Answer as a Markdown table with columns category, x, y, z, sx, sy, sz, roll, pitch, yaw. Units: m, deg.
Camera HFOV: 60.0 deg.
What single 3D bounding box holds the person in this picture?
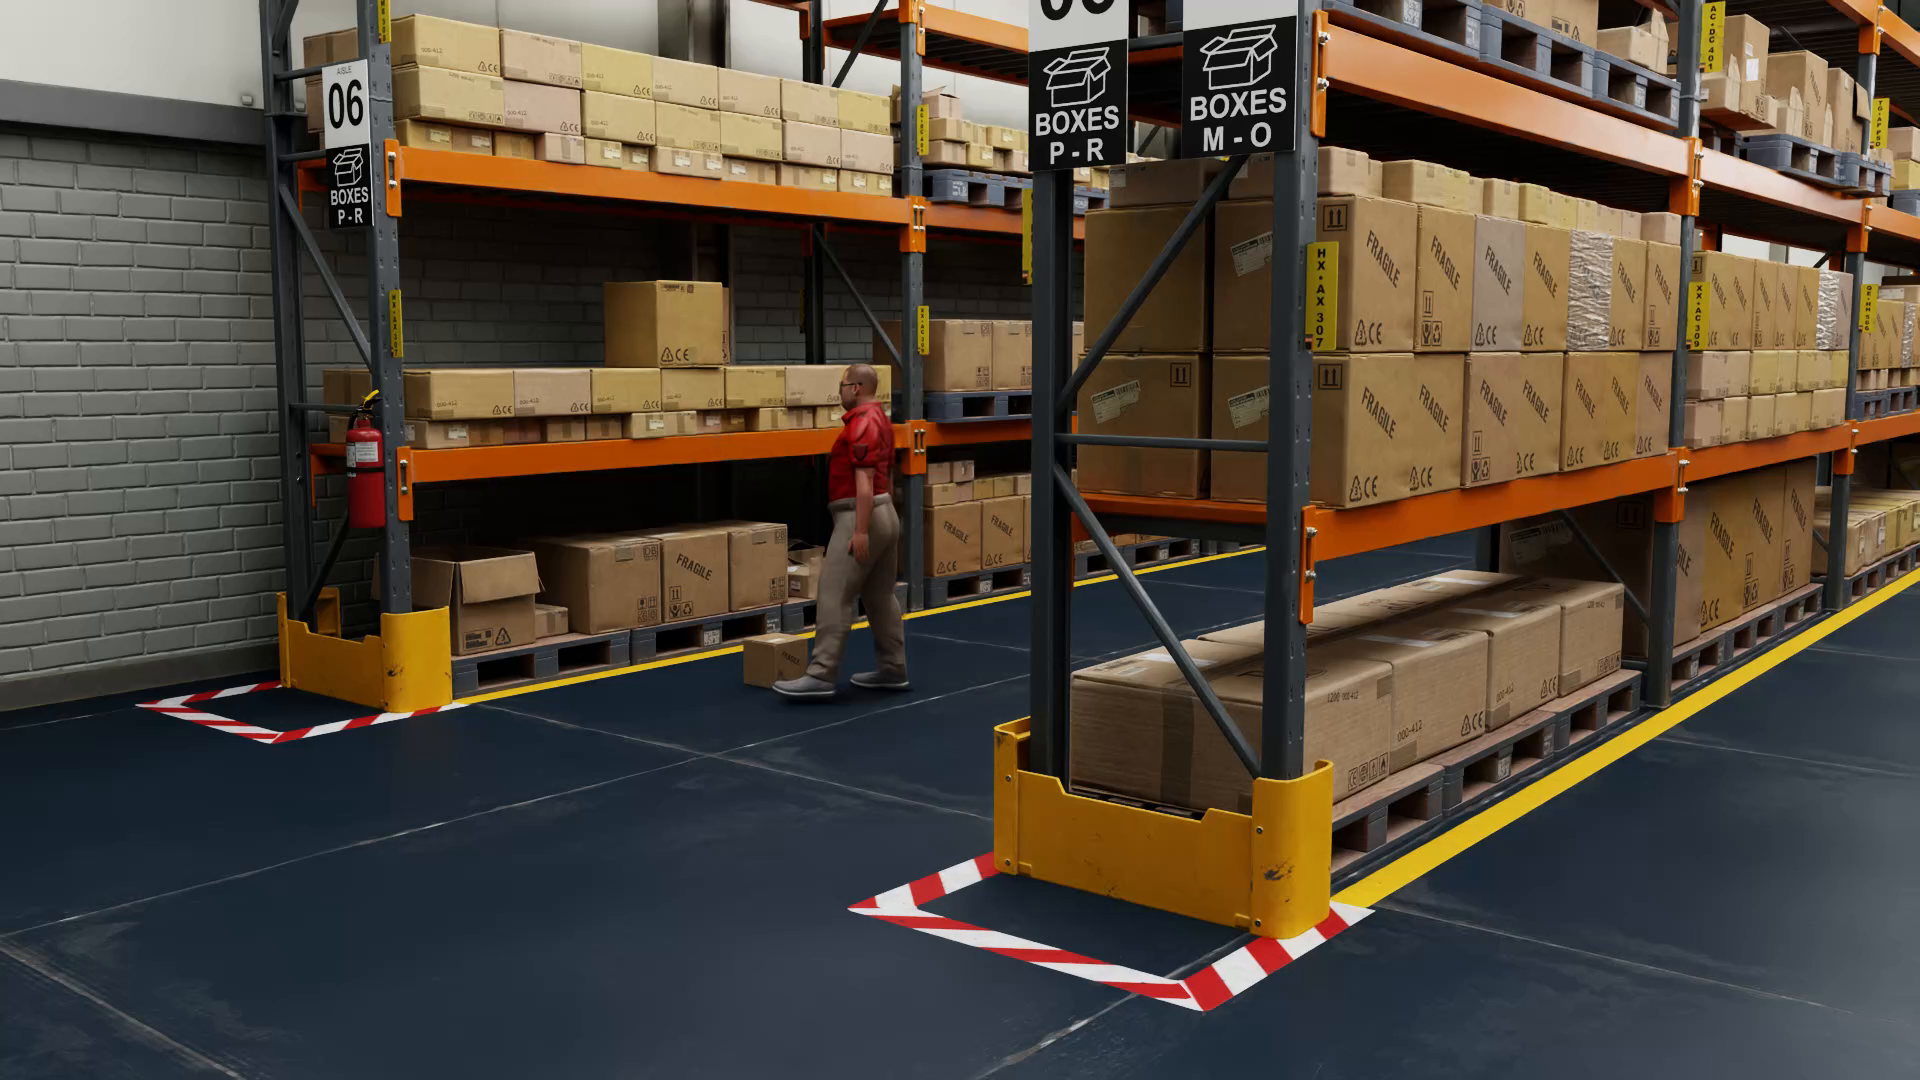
| category | x | y | z | sx | sy | sz | roll | pitch | yaw |
| --- | --- | --- | --- | --- | --- | --- | --- | --- | --- |
| person | -0.612 | -0.056 | 8.687 | 0.624 | 1.721 | 0.625 | 1 | 7 | 11 |
